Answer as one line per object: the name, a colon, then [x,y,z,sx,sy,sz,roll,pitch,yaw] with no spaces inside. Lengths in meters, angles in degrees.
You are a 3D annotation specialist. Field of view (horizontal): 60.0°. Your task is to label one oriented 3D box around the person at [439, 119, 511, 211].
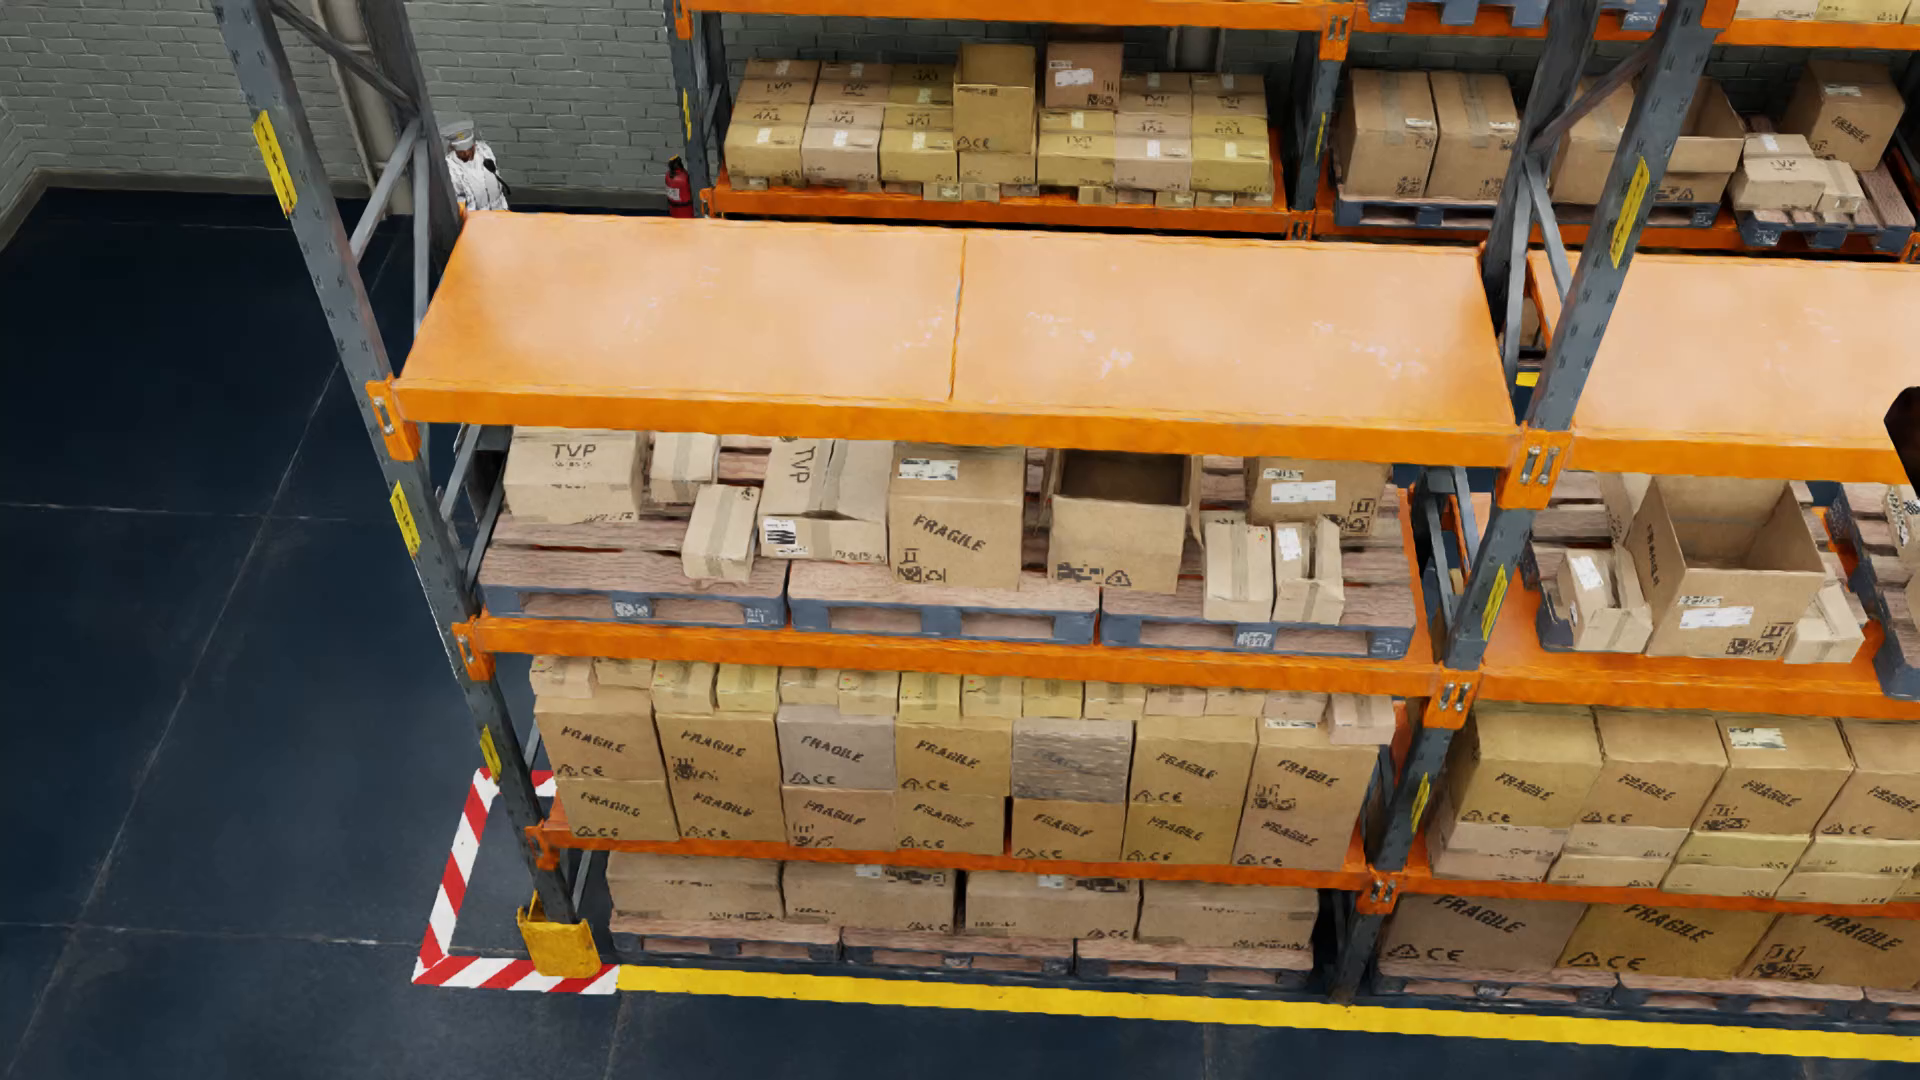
person: [-3.389,-2.305,11.712,0.529,1.666,0.523,32,55,26]
